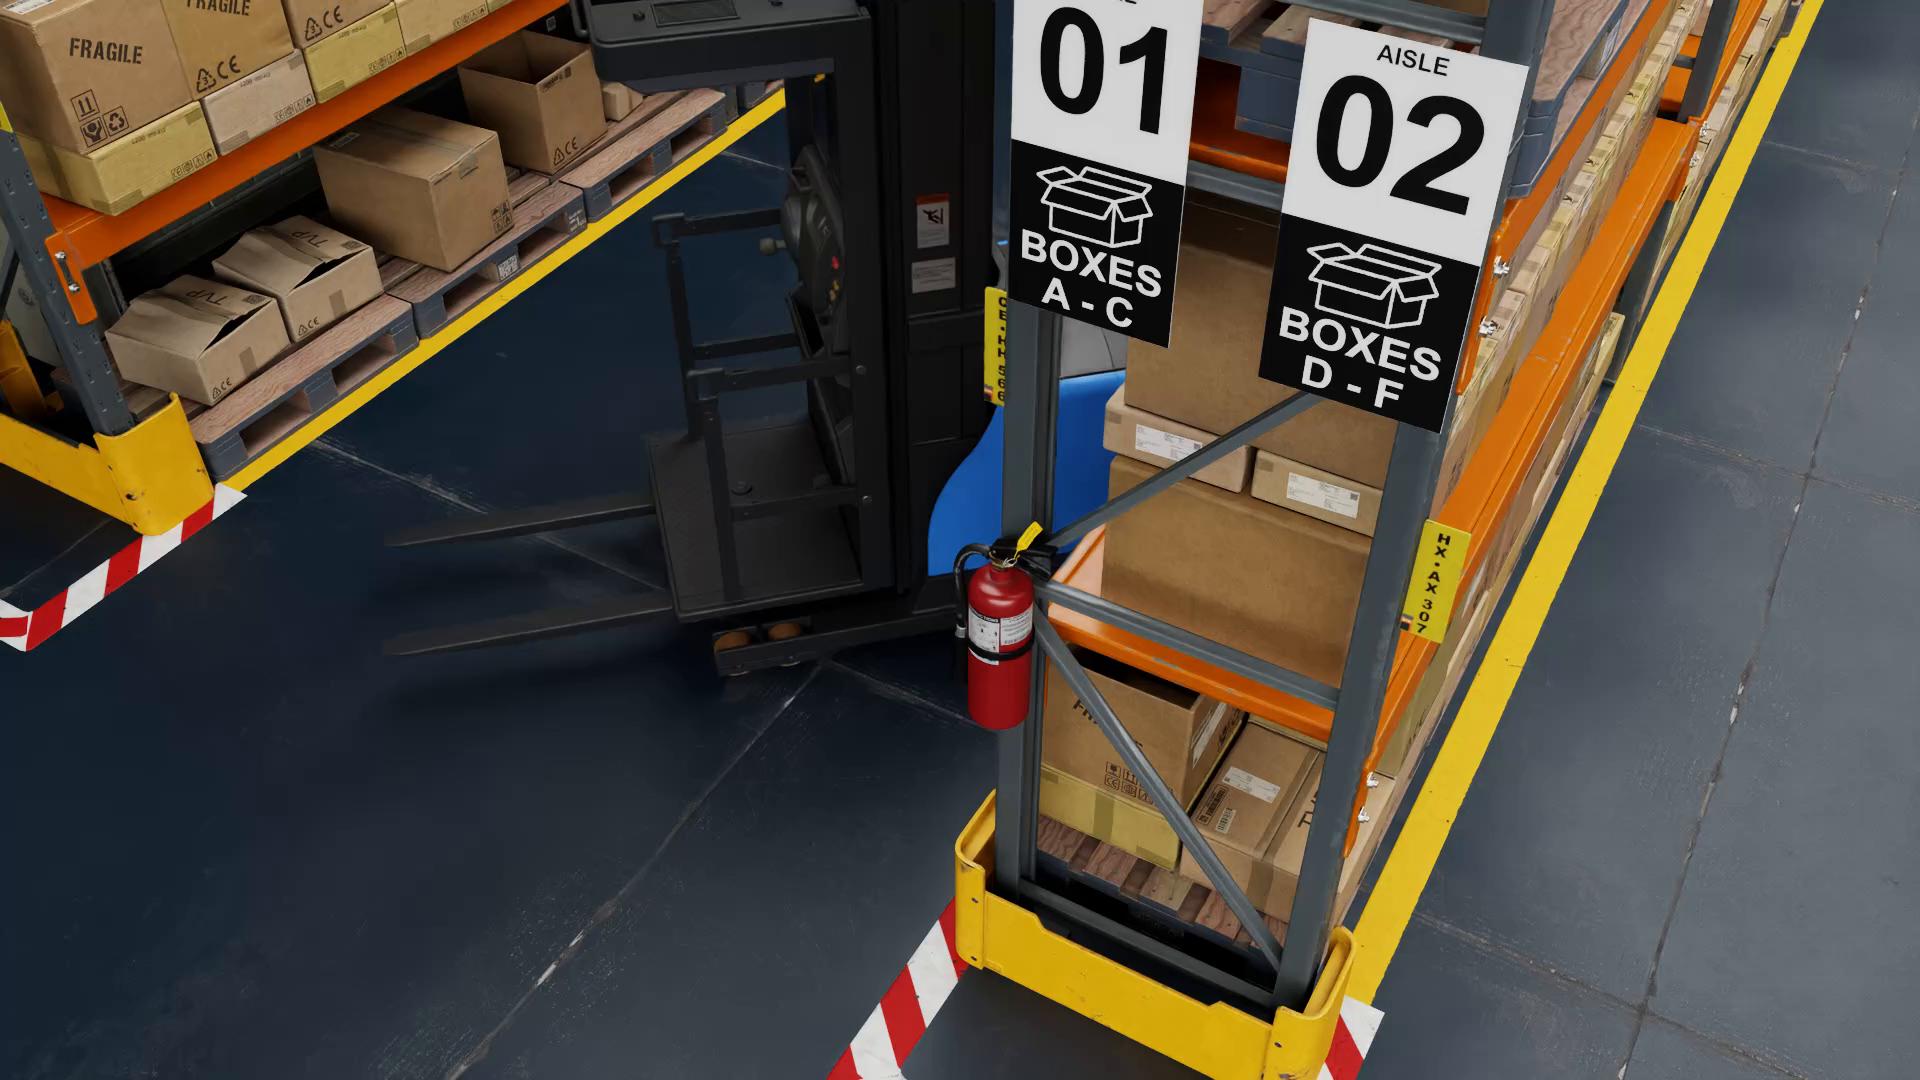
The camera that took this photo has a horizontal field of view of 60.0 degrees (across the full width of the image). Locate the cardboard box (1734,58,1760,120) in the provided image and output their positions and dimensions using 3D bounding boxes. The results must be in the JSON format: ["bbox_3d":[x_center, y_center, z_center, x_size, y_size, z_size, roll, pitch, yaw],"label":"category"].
[{"bbox_3d":[4.008,-2.477,9.055,0.500,0.250,0.500,22,46,23],"label":"cardboard box"}]

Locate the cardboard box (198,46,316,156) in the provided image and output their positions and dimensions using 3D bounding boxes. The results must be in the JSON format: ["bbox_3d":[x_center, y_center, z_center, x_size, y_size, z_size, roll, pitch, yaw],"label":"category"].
[{"bbox_3d":[-2.959,-1.801,6.624,0.500,0.250,0.500,20,45,21],"label":"cardboard box"}]

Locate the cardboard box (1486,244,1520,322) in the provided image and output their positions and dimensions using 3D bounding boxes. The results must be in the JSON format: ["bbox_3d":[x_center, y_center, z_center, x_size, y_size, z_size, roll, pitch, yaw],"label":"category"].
[{"bbox_3d":[1.095,-0.858,4.398,0.700,0.500,0.500,20,45,21],"label":"cardboard box"}]

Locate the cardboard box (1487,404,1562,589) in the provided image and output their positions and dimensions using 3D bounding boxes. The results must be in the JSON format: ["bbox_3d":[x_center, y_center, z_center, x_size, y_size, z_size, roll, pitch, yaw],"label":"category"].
[{"bbox_3d":[1.779,-0.236,5.943,0.500,0.500,0.500,21,45,22],"label":"cardboard box"}]

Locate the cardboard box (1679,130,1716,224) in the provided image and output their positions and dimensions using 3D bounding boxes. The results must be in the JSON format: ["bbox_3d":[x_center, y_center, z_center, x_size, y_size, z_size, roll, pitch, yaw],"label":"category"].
[{"bbox_3d":[3.245,-1.802,7.865,0.500,0.311,0.500,20,45,22],"label":"cardboard box"}]

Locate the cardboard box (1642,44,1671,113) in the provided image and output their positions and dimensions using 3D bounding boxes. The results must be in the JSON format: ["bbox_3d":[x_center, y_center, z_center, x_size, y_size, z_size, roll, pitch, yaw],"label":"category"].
[{"bbox_3d":[2.232,-1.639,5.775,0.380,0.149,0.250,21,45,22],"label":"cardboard box"}]

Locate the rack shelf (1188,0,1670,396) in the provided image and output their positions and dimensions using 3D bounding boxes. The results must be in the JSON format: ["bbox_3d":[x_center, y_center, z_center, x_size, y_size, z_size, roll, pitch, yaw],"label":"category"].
[{"bbox_3d":[1.566,-1.738,4.729,1.077,0.370,4.000,21,45,22],"label":"rack shelf"}]

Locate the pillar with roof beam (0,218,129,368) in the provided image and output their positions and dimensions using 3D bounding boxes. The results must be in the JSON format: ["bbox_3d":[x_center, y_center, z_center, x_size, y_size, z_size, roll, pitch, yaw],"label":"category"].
[{"bbox_3d":[-0.397,-2.888,3.221,9.100,9.000,0.400,21,45,22],"label":"pillar with roof beam"}]

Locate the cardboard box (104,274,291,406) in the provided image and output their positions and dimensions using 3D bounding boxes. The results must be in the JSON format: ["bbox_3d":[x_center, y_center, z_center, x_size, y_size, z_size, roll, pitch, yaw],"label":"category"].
[{"bbox_3d":[-3.301,-0.896,7.200,0.500,0.311,0.500,16,44,17],"label":"cardboard box"}]

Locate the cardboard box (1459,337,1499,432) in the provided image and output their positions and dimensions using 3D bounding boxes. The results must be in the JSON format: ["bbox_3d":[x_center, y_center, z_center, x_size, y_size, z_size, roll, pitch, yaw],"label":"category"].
[{"bbox_3d":[1.204,-0.466,4.443,0.380,0.149,0.250,21,46,22],"label":"cardboard box"}]

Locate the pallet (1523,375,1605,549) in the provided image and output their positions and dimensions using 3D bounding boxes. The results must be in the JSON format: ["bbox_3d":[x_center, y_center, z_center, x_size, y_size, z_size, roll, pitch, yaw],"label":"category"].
[{"bbox_3d":[2.133,-0.539,7.202,1.003,0.211,1.213,21,45,22],"label":"pallet"}]

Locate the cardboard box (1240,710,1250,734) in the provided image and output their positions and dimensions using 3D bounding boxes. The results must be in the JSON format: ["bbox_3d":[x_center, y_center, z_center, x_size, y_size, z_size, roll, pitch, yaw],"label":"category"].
[{"bbox_3d":[0.818,0.442,5.741,0.500,0.250,0.500,21,45,22],"label":"cardboard box"}]

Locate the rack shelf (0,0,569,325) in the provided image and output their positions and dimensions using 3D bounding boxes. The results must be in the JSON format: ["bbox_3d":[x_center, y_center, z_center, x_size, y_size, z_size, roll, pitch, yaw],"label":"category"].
[{"bbox_3d":[-2.724,-2.248,7.578,1.077,0.370,4.000,21,45,22],"label":"rack shelf"}]

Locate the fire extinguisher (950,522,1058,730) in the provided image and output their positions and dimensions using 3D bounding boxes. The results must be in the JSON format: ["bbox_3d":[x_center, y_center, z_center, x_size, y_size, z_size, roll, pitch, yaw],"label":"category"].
[{"bbox_3d":[0.104,0.205,4.306,0.296,0.674,0.183,21,45,22],"label":"fire extinguisher"}]

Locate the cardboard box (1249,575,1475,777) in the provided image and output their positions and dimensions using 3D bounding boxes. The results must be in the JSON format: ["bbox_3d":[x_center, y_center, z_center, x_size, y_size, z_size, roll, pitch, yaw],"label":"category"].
[{"bbox_3d":[1.275,0.335,5.295,0.500,0.500,0.500,21,45,22],"label":"cardboard box"}]

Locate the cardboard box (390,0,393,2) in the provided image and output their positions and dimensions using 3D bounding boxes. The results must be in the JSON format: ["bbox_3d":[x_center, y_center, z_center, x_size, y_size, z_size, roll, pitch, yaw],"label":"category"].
[{"bbox_3d":[-2.458,-2.653,7.024,0.500,0.500,0.500,22,46,23],"label":"cardboard box"}]

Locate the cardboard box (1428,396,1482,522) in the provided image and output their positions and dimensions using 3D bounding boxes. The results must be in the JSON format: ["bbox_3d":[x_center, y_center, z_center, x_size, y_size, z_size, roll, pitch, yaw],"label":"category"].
[{"bbox_3d":[1.069,-0.340,4.791,0.700,0.500,0.500,22,46,23],"label":"cardboard box"}]

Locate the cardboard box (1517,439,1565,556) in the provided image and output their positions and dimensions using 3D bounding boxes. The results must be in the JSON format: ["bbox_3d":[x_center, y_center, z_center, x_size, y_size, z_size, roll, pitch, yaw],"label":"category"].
[{"bbox_3d":[2.028,-0.241,6.517,0.500,0.250,0.500,21,45,22],"label":"cardboard box"}]

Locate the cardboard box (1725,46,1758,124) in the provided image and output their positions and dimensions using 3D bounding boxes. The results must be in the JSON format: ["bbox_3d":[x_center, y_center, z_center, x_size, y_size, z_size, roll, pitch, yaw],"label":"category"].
[{"bbox_3d":[3.758,-2.397,8.541,0.500,0.311,0.500,22,46,23],"label":"cardboard box"}]

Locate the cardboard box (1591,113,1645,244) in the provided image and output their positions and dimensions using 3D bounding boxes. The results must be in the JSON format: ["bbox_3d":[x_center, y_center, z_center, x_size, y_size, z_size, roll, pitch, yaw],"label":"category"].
[{"bbox_3d":[2.092,-1.504,6.113,0.700,0.500,0.500,20,45,22],"label":"cardboard box"}]

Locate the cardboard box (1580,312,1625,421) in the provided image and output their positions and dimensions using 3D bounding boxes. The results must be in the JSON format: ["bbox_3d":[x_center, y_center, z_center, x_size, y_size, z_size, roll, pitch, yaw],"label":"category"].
[{"bbox_3d":[2.524,-0.815,7.168,0.500,0.250,0.500,21,45,22],"label":"cardboard box"}]

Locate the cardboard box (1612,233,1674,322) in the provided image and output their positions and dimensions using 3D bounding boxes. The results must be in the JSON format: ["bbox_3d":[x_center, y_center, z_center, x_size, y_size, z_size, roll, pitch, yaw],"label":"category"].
[{"bbox_3d":[2.983,-1.301,7.721,0.500,0.250,0.500,20,45,21],"label":"cardboard box"}]

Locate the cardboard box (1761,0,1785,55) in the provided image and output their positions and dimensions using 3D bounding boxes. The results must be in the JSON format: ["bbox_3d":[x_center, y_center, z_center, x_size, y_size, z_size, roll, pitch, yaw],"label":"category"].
[{"bbox_3d":[4.265,-2.971,9.192,0.500,0.311,0.500,20,45,21],"label":"cardboard box"}]

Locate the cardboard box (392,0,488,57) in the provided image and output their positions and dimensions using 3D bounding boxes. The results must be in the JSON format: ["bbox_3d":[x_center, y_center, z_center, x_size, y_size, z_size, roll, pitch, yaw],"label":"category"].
[{"bbox_3d":[-2.444,-2.379,7.281,0.500,0.250,0.500,21,46,22],"label":"cardboard box"}]

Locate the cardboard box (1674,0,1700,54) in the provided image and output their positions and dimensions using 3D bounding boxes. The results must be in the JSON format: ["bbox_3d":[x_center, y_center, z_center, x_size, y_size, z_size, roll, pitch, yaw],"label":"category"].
[{"bbox_3d":[2.491,-1.940,6.117,0.380,0.149,0.250,20,45,21],"label":"cardboard box"}]

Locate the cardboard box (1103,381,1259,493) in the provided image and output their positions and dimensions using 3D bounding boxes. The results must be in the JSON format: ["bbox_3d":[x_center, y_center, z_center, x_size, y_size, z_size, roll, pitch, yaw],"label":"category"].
[{"bbox_3d":[0.592,-0.300,4.255,0.380,0.149,0.250,20,45,21],"label":"cardboard box"}]

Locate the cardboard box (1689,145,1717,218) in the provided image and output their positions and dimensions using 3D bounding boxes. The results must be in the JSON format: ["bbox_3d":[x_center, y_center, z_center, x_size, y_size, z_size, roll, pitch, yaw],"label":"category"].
[{"bbox_3d":[3.497,-1.891,8.390,0.500,0.250,0.500,20,45,21],"label":"cardboard box"}]

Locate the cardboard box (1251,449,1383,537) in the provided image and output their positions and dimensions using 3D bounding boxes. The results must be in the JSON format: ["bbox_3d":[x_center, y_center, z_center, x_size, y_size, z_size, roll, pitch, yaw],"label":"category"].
[{"bbox_3d":[0.948,-0.172,4.109,0.380,0.149,0.250,21,45,22],"label":"cardboard box"}]

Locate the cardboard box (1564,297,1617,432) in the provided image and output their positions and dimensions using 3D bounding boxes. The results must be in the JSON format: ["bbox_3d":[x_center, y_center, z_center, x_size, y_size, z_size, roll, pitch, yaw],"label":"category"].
[{"bbox_3d":[2.264,-0.814,6.600,0.500,0.500,0.500,21,45,22],"label":"cardboard box"}]

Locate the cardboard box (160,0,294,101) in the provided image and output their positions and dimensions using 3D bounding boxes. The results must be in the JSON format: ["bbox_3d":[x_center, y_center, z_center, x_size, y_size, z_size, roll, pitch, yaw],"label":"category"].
[{"bbox_3d":[-2.970,-2.060,6.350,0.500,0.500,0.500,21,46,22],"label":"cardboard box"}]

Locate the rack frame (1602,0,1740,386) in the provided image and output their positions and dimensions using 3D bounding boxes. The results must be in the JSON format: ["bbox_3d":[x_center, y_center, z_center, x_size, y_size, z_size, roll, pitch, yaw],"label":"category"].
[{"bbox_3d":[2.567,-2.027,6.782,1.000,3.000,0.127,21,45,22],"label":"rack frame"}]

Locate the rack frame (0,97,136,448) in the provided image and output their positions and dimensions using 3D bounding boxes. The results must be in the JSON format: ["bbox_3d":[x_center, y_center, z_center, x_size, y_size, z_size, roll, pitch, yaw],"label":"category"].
[{"bbox_3d":[-3.725,-1.374,6.041,1.000,3.000,0.127,21,45,22],"label":"rack frame"}]

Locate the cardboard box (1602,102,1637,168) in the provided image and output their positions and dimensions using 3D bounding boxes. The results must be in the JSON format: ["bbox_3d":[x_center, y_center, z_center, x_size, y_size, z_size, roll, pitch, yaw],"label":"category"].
[{"bbox_3d":[1.980,-1.355,5.453,0.380,0.149,0.250,22,46,23],"label":"cardboard box"}]

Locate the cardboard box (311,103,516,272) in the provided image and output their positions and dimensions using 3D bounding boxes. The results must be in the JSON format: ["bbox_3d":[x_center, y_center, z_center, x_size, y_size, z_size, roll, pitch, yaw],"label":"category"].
[{"bbox_3d":[-2.605,-1.697,7.965,0.700,0.500,0.500,18,45,19],"label":"cardboard box"}]

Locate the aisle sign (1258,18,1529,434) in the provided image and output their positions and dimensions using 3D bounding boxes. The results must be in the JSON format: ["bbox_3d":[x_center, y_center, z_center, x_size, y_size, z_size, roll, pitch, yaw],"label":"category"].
[{"bbox_3d":[0.798,-0.575,3.166,0.394,0.787,0.004,21,45,22],"label":"aisle sign"}]

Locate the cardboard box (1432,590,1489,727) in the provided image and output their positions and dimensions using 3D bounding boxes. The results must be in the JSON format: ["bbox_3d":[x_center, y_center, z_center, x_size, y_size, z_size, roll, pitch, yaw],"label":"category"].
[{"bbox_3d":[1.524,0.330,5.868,0.500,0.250,0.500,21,45,22],"label":"cardboard box"}]

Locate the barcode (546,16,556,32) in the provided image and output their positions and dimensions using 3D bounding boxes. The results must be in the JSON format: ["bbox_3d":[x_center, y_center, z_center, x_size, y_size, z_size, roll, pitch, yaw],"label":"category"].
[{"bbox_3d":[-2.202,-2.780,8.954,0.001,0.075,0.075,21,45,22],"label":"barcode"}]

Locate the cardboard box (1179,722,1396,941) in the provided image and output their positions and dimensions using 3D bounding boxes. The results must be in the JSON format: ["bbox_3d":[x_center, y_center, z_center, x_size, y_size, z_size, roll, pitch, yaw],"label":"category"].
[{"bbox_3d":[1.026,0.903,5.218,0.500,0.250,0.500,21,45,22],"label":"cardboard box"}]

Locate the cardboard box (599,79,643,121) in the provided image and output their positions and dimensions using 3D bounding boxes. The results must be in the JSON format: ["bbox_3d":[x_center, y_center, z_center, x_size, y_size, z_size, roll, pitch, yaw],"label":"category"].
[{"bbox_3d":[-1.965,-2.449,9.072,0.380,0.166,0.250,15,44,17],"label":"cardboard box"}]

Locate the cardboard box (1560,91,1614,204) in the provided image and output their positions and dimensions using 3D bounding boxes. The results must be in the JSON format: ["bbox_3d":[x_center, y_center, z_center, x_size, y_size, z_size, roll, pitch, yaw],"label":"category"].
[{"bbox_3d":[1.597,-1.434,5.051,0.700,0.500,0.500,21,46,22],"label":"cardboard box"}]

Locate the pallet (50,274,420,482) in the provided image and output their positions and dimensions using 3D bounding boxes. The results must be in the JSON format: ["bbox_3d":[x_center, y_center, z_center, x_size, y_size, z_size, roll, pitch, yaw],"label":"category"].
[{"bbox_3d":[-3.250,-0.824,7.526,1.003,0.211,1.213,21,45,22],"label":"pallet"}]

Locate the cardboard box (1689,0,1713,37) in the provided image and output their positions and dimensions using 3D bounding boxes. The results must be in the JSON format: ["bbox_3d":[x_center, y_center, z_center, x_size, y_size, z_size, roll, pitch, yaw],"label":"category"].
[{"bbox_3d":[3.188,-2.372,7.364,0.380,0.149,0.250,21,45,22],"label":"cardboard box"}]

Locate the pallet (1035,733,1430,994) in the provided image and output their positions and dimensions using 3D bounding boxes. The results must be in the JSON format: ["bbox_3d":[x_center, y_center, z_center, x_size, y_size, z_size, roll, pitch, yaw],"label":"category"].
[{"bbox_3d":[0.912,0.857,5.617,1.003,0.211,1.213,21,45,22],"label":"pallet"}]

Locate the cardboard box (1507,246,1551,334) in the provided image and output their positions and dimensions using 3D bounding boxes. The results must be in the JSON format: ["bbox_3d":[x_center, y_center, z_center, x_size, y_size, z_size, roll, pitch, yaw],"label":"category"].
[{"bbox_3d":[1.464,-0.763,4.781,0.380,0.149,0.250,19,45,21],"label":"cardboard box"}]

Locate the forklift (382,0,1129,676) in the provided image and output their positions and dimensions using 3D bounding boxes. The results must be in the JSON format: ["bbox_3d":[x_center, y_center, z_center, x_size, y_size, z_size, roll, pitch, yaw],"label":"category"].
[{"bbox_3d":[-0.681,-0.985,5.650,3.031,2.935,1.130,-10,42,-11],"label":"forklift"}]

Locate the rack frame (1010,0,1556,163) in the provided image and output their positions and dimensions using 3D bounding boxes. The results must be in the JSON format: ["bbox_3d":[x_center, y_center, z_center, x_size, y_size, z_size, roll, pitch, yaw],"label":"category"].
[{"bbox_3d":[0.565,-1.989,2.200,1.000,3.000,0.127,21,45,22],"label":"rack frame"}]

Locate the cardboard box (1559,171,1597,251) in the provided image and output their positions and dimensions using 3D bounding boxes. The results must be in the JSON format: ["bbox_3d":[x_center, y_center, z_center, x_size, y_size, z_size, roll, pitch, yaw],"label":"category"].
[{"bbox_3d":[1.718,-1.051,5.108,0.380,0.149,0.250,21,46,22],"label":"cardboard box"}]

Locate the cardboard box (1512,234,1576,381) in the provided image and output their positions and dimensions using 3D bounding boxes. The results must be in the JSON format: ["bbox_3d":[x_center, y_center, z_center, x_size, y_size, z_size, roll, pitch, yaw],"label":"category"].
[{"bbox_3d":[1.582,-0.925,5.455,0.700,0.500,0.500,22,46,23],"label":"cardboard box"}]

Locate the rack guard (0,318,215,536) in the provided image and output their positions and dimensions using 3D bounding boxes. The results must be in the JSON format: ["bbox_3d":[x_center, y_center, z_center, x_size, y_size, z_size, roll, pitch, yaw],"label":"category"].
[{"bbox_3d":[-3.687,-0.479,6.916,1.175,0.500,0.348,21,45,22],"label":"rack guard"}]

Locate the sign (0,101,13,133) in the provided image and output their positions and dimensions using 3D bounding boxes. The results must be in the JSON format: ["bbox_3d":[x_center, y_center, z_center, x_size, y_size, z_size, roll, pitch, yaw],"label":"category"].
[{"bbox_3d":[-3.255,-1.520,5.551,0.100,0.325,0.005,21,45,22],"label":"sign"}]

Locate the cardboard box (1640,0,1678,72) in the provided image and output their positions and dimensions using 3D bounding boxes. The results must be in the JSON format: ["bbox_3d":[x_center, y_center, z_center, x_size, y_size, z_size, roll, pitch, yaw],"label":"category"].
[{"bbox_3d":[2.099,-2.006,5.700,0.700,0.500,0.500,21,45,22],"label":"cardboard box"}]

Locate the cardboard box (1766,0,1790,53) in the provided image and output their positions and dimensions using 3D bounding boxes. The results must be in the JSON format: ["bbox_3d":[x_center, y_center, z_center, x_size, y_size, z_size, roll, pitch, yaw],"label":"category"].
[{"bbox_3d":[4.517,-3.059,9.717,0.500,0.250,0.500,22,46,23],"label":"cardboard box"}]

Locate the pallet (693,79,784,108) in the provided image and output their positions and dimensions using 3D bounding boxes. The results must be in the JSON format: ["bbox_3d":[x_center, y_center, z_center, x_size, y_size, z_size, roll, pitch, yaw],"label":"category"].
[{"bbox_3d":[-1.335,-3.062,10.068,1.003,0.211,1.213,21,45,22],"label":"pallet"}]
